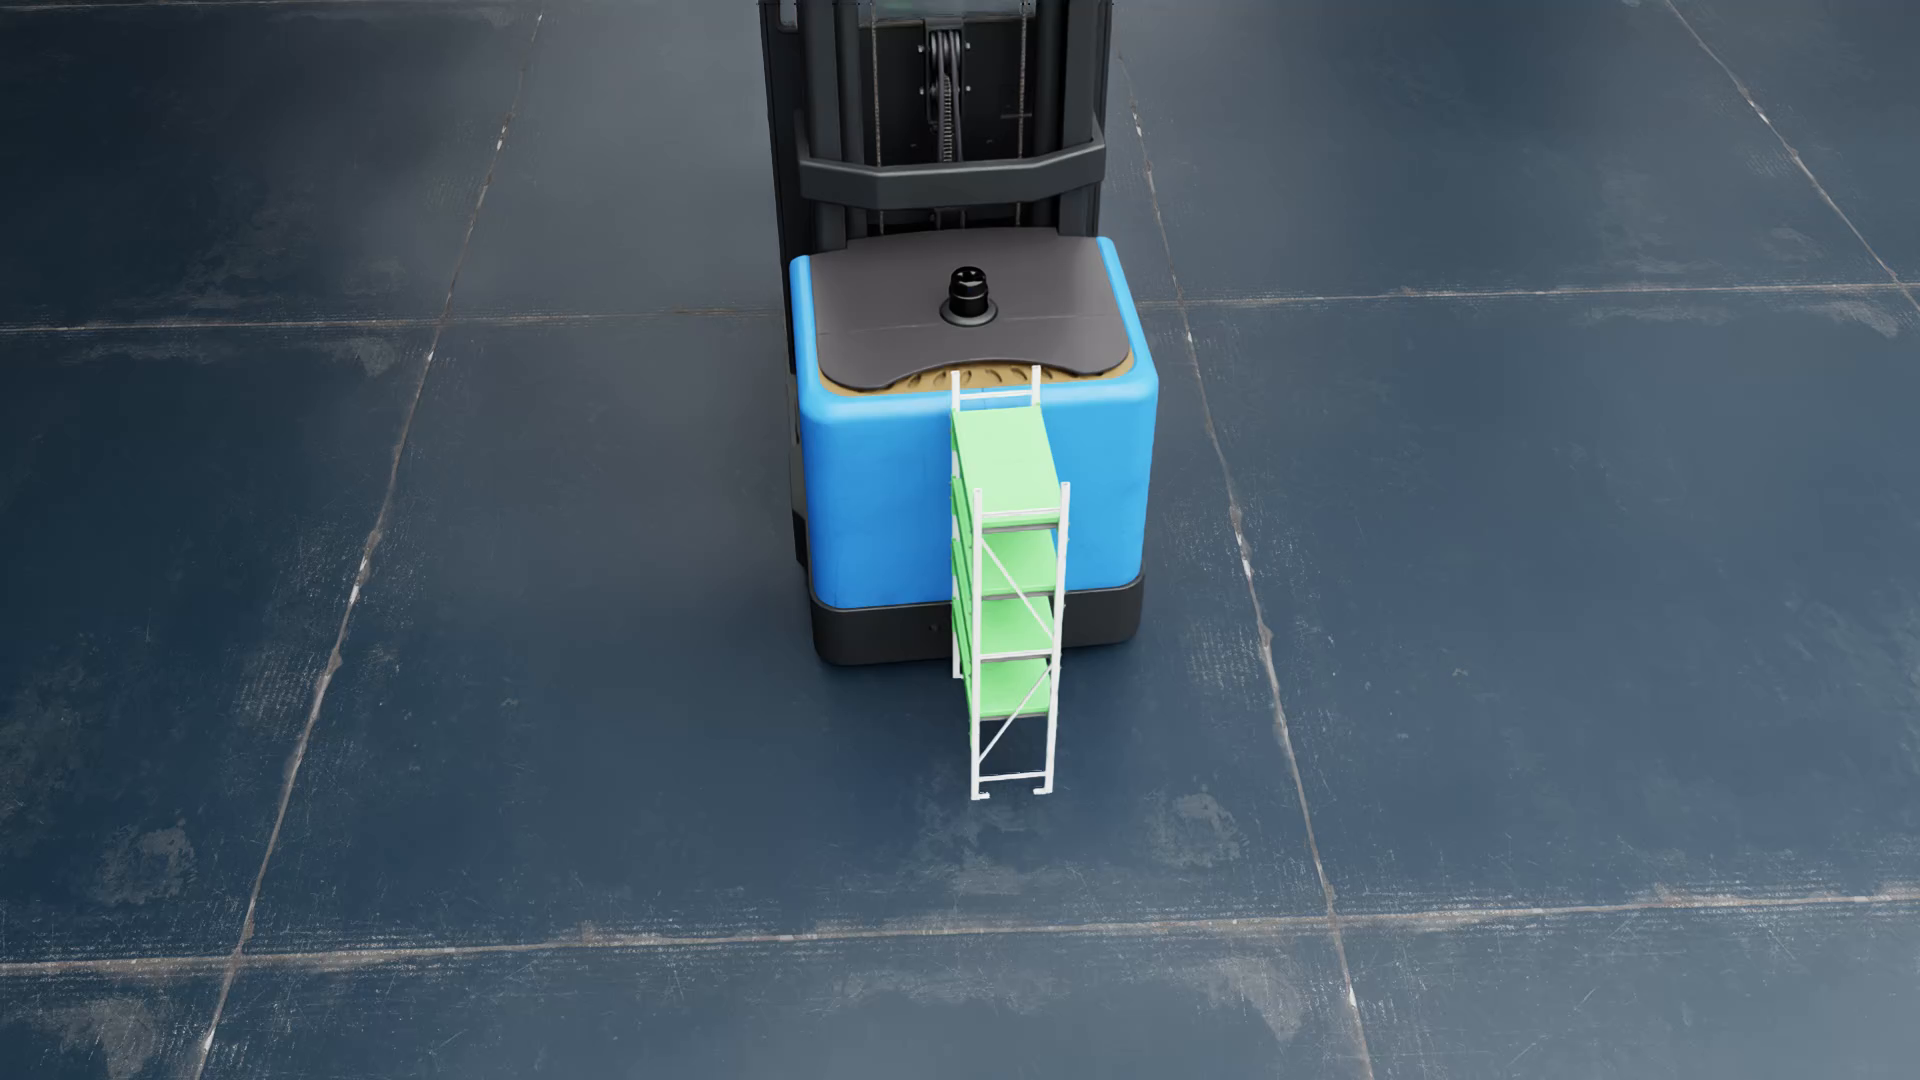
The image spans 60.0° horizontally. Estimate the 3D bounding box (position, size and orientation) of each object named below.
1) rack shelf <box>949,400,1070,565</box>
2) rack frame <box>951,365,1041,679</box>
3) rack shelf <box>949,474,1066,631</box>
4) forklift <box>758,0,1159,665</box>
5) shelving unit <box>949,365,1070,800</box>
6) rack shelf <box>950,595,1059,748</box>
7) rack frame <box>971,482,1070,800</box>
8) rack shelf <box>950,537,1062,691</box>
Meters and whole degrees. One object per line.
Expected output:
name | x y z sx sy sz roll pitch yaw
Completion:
rack shelf | 0.125 -0.158 4.419 0.258 0.148 0.480 -4 43 -5
rack frame | 0.097 -0.015 4.879 0.240 1.200 0.015 -4 43 -5
rack shelf | 0.125 0.019 4.581 0.258 0.148 0.480 -4 43 -5
forklift | -0.102 -1.683 5.417 1.130 2.935 3.031 -4 43 -5
shelving unit | 0.125 0.148 4.700 0.258 1.200 0.503 -4 43 -5
rack shelf | 0.125 0.372 4.905 0.258 0.148 0.480 -4 43 -5
rack frame | 0.153 0.312 4.521 0.240 1.200 0.015 -4 43 -5
rack shelf | 0.125 0.196 4.743 0.258 0.148 0.480 -4 43 -5
